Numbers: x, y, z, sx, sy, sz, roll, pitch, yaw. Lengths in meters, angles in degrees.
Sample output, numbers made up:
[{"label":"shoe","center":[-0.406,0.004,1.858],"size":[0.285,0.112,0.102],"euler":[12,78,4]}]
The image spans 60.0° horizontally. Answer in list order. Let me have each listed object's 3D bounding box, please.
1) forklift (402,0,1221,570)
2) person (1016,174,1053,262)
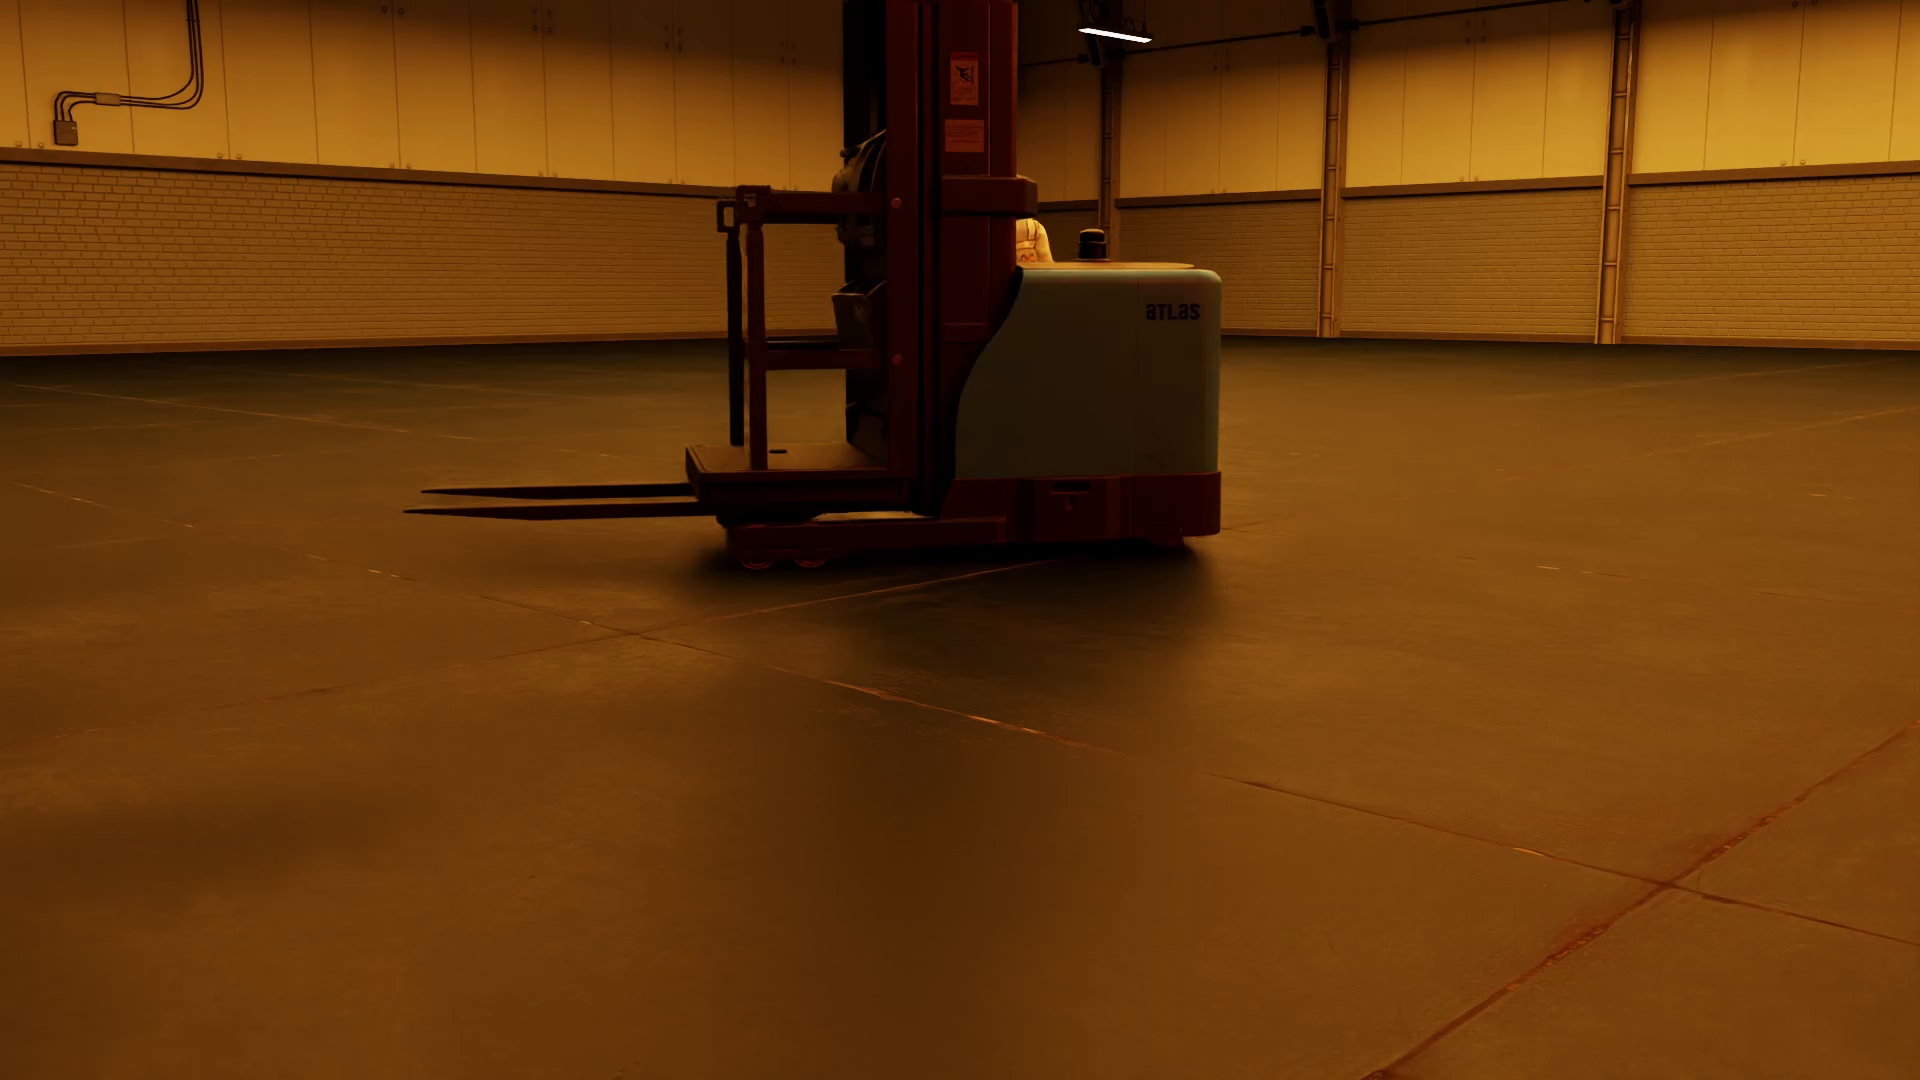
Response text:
[{"label":"forklift","center":[-0.567,-1.427,6.350],"size":[3.031,2.935,1.130],"euler":[-2,9,-12]},{"label":"person","center":[0.308,-1.385,10.192],"size":[0.578,1.698,0.526],"euler":[-1,9,-5]}]
